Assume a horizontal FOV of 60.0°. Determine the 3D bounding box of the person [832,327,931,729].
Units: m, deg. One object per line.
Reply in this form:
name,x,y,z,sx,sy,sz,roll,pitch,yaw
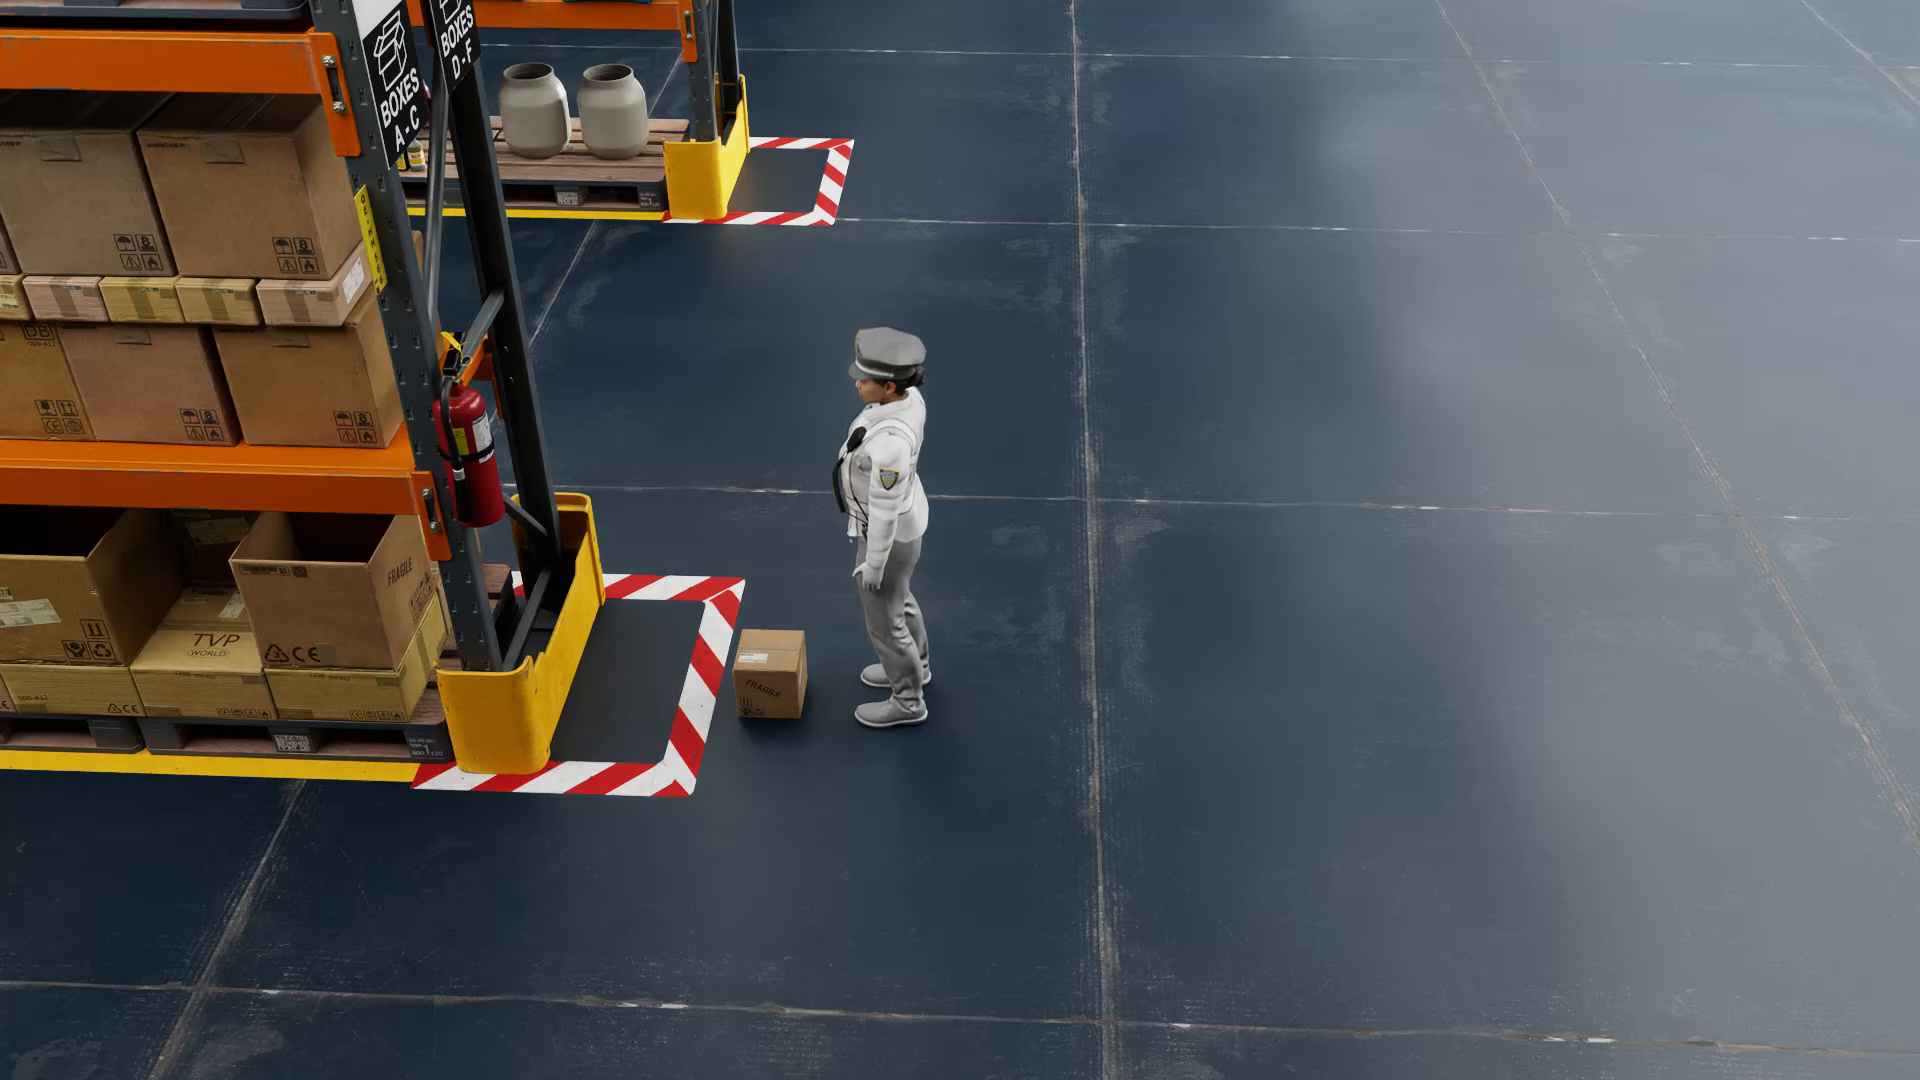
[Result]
person,-0.281,-0.019,6.172,0.329,1.671,0.468,2,36,3
